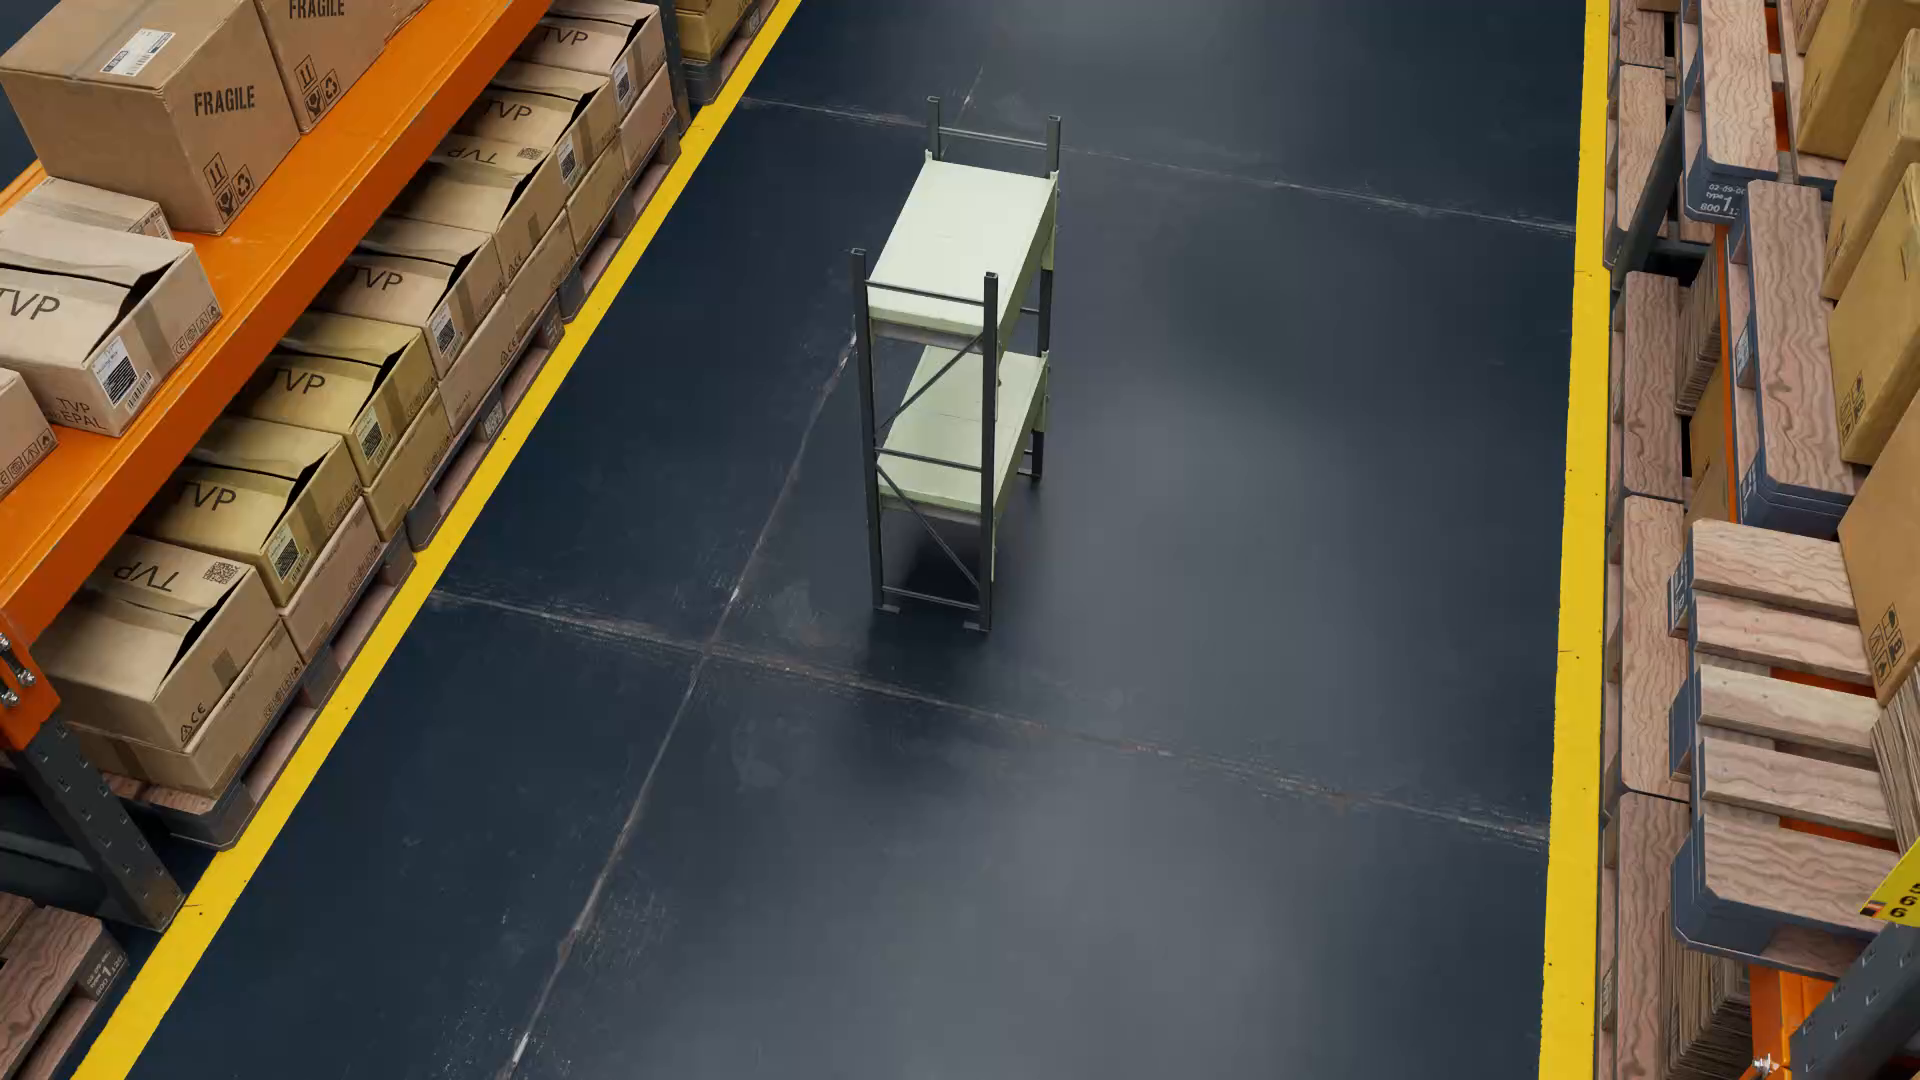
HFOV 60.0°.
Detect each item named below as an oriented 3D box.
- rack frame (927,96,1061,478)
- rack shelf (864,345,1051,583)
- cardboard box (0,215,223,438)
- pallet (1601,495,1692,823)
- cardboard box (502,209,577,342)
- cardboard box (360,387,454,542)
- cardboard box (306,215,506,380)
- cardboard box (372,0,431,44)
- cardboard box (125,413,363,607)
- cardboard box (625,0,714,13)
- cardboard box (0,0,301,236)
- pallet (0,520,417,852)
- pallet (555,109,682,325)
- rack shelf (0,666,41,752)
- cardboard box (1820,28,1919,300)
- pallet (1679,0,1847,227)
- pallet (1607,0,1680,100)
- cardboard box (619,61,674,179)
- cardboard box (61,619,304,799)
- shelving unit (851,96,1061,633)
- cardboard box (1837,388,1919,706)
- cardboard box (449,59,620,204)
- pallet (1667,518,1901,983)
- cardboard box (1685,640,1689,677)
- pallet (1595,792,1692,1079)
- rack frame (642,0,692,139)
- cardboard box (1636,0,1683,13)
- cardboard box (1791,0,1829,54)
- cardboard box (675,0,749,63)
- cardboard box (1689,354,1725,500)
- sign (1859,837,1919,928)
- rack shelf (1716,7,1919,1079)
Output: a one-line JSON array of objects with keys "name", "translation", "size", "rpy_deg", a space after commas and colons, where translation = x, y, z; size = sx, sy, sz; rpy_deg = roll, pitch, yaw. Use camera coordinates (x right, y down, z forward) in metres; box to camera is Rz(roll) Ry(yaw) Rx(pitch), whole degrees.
[{"name": "rack frame", "translation": [0.098, -0.766, 5.426], "size": [0.400, 1.500, 0.023], "rpy_deg": [12, 50, 10]}, {"name": "rack shelf", "translation": [0.002, -0.285, 5.436], "size": [0.431, 0.370, 0.720], "rpy_deg": [12, 50, 10]}, {"name": "cardboard box", "translation": [-2.320, -0.587, 4.326], "size": [0.500, 0.311, 0.500], "rpy_deg": [11, 49, 10]}, {"name": "pallet", "translation": [2.568, 0.446, 5.216], "size": [1.003, 0.211, 1.213], "rpy_deg": [12, 50, 10]}, {"name": "cardboard box", "translation": [-1.788, -1.037, 6.218], "size": [0.500, 0.250, 0.500], "rpy_deg": [13, 50, 11]}, {"name": "cardboard box", "translation": [-2.058, -0.298, 5.566], "size": [0.500, 0.250, 0.500], "rpy_deg": [10, 49, 9]}, {"name": "cardboard box", "translation": [-1.919, -0.865, 5.692], "size": [0.500, 0.311, 0.500], "rpy_deg": [11, 49, 10]}, {"name": "cardboard box", "translation": [-2.046, -2.000, 5.448], "size": [0.500, 0.500, 0.500], "rpy_deg": [15, 50, 13]}, {"name": "cardboard box", "translation": [-2.191, -0.124, 5.039], "size": [0.500, 0.311, 0.500], "rpy_deg": [10, 49, 9]}, {"name": "cardboard box", "translation": [-1.265, -2.651, 7.143], "size": [0.500, 0.500, 0.500], "rpy_deg": [12, 50, 10]}, {"name": "cardboard box", "translation": [-2.316, -1.257, 4.792], "size": [0.500, 0.500, 0.500], "rpy_deg": [9, 49, 8]}, {"name": "pallet", "translation": [-2.488, 0.328, 5.320], "size": [1.003, 0.211, 1.213], "rpy_deg": [12, 50, 10]}, {"name": "pallet", "translation": [-1.845, -1.437, 6.878], "size": [1.003, 0.211, 1.213], "rpy_deg": [12, 50, 10]}, {"name": "rack shelf", "translation": [-3.268, 1.677, 2.749], "size": [1.077, 0.370, 4.000], "rpy_deg": [12, 50, 10]}, {"name": "cardboard box", "translation": [2.627, -0.858, 4.146], "size": [0.700, 0.500, 0.500], "rpy_deg": [18, 51, 15]}, {"name": "pallet", "translation": [2.749, -1.338, 5.058], "size": [1.003, 0.211, 1.213], "rpy_deg": [12, 50, 10]}, {"name": "pallet", "translation": [3.553, -2.381, 7.711], "size": [1.003, 0.211, 1.213], "rpy_deg": [12, 50, 10]}, {"name": "cardboard box", "translation": [-1.519, -1.773, 6.868], "size": [0.500, 0.250, 0.500], "rpy_deg": [11, 50, 10]}, {"name": "cardboard box", "translation": [-2.321, 0.443, 4.912], "size": [0.500, 0.250, 0.500], "rpy_deg": [11, 50, 10]}, {"name": "shelving unit", "translation": [0.002, -0.501, 5.192], "size": [0.431, 1.500, 0.755], "rpy_deg": [12, 50, 10]}, {"name": "cardboard box", "translation": [2.273, 0.037, 3.356], "size": [0.700, 0.500, 0.500], "rpy_deg": [7, 49, 6]}, {"name": "cardboard box", "translation": [-1.650, -1.588, 6.331], "size": [0.500, 0.311, 0.500], "rpy_deg": [13, 50, 11]}, {"name": "pallet", "translation": [2.123, 0.495, 3.441], "size": [1.213, 0.211, 1.003], "rpy_deg": [12, 50, 10]}, {"name": "cardboard box", "translation": [2.529, 0.403, 4.767], "size": [0.700, 0.500, 0.500], "rpy_deg": [11, 50, 10]}, {"name": "pallet", "translation": [2.245, 1.325, 4.440], "size": [1.003, 0.211, 1.213], "rpy_deg": [12, 50, 10]}, {"name": "rack frame", "translation": [-1.689, -2.901, 6.309], "size": [1.000, 3.000, 0.127], "rpy_deg": [12, 50, 10]}, {"name": "cardboard box", "translation": [3.483, -2.722, 7.525], "size": [0.700, 0.500, 0.500], "rpy_deg": [9, 49, 8]}, {"name": "cardboard box", "translation": [2.924, -1.743, 4.928], "size": [0.700, 0.500, 0.500], "rpy_deg": [12, 50, 10]}, {"name": "cardboard box", "translation": [-1.274, -2.405, 7.426], "size": [0.500, 0.250, 0.500], "rpy_deg": [12, 50, 10]}, {"name": "cardboard box", "translation": [2.826, -0.325, 5.410], "size": [0.700, 0.500, 0.500], "rpy_deg": [11, 49, 9]}, {"name": "sign", "translation": [1.512, 0.510, 2.579], "size": [0.100, 0.325, 0.005], "rpy_deg": [12, 50, 10]}, {"name": "rack shelf", "translation": [2.565, -0.241, 4.442], "size": [1.077, 0.370, 4.000], "rpy_deg": [12, 50, 10]}]
